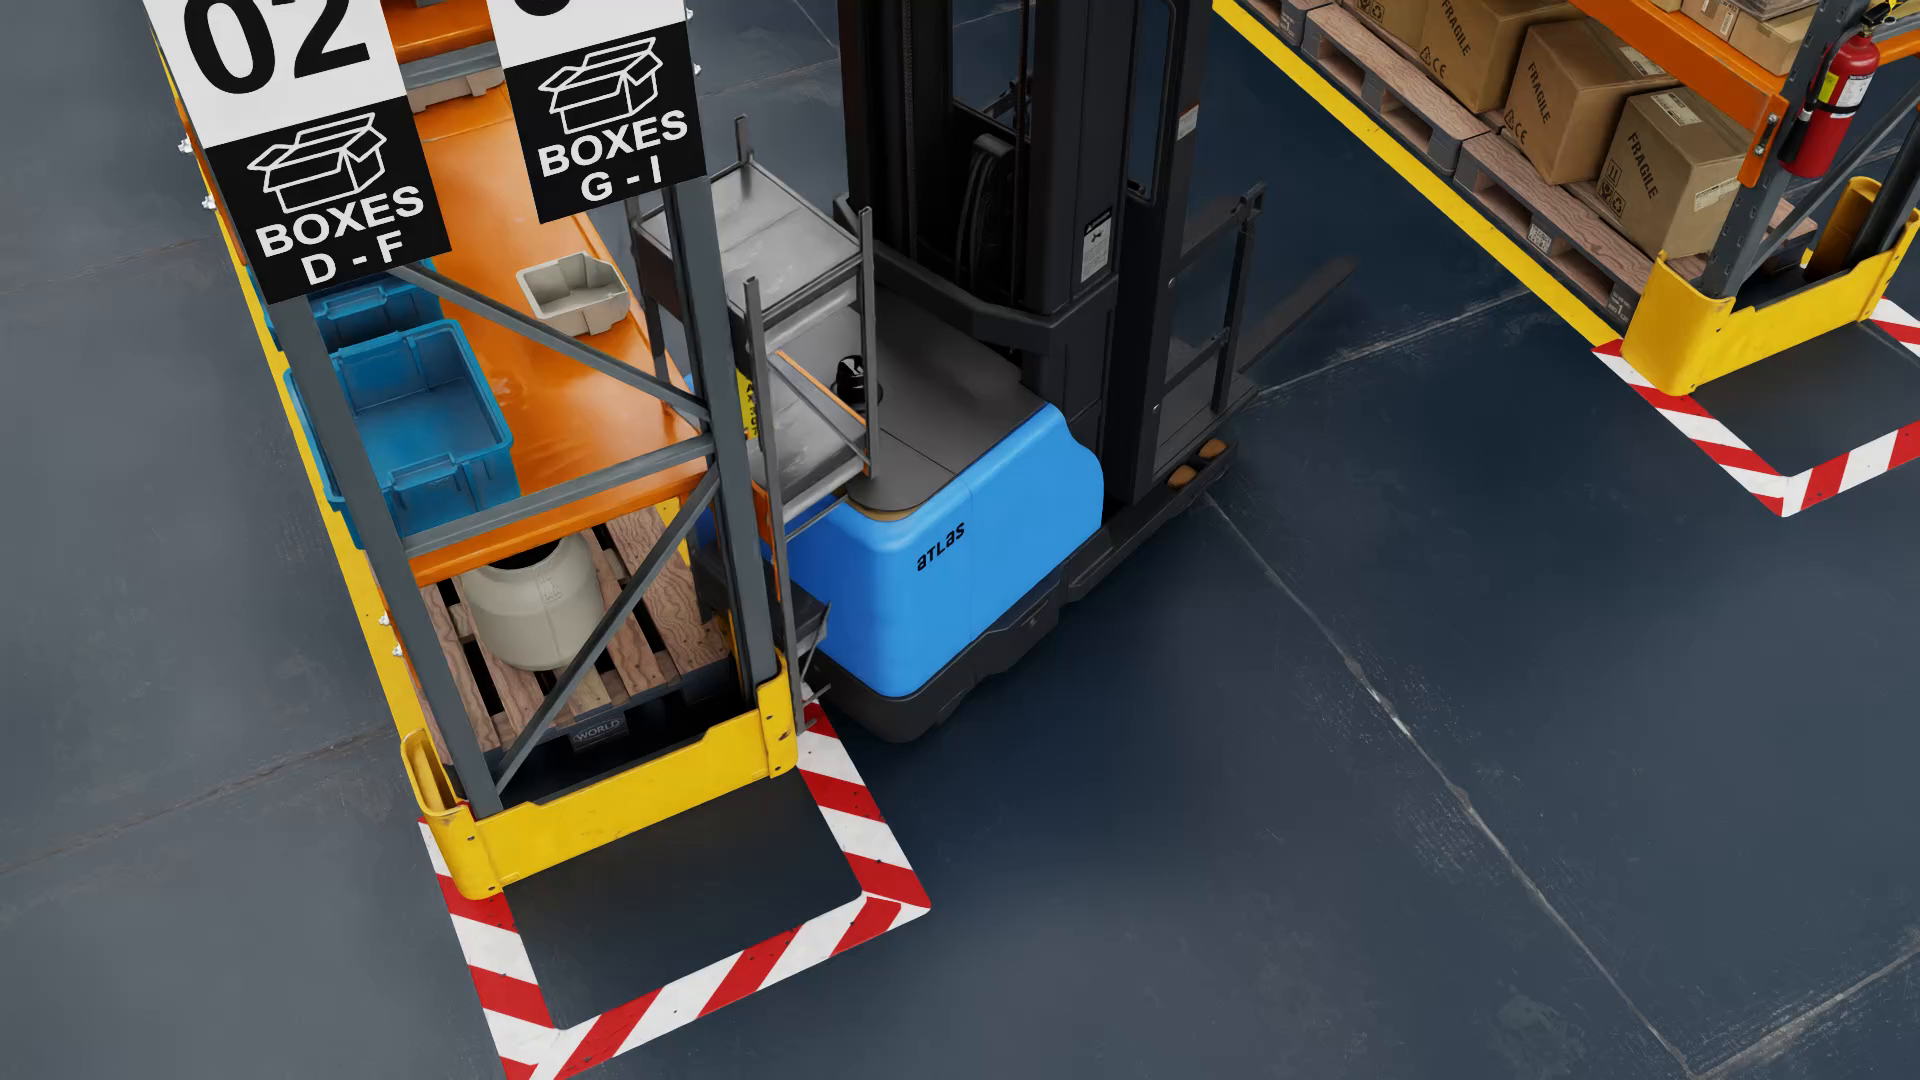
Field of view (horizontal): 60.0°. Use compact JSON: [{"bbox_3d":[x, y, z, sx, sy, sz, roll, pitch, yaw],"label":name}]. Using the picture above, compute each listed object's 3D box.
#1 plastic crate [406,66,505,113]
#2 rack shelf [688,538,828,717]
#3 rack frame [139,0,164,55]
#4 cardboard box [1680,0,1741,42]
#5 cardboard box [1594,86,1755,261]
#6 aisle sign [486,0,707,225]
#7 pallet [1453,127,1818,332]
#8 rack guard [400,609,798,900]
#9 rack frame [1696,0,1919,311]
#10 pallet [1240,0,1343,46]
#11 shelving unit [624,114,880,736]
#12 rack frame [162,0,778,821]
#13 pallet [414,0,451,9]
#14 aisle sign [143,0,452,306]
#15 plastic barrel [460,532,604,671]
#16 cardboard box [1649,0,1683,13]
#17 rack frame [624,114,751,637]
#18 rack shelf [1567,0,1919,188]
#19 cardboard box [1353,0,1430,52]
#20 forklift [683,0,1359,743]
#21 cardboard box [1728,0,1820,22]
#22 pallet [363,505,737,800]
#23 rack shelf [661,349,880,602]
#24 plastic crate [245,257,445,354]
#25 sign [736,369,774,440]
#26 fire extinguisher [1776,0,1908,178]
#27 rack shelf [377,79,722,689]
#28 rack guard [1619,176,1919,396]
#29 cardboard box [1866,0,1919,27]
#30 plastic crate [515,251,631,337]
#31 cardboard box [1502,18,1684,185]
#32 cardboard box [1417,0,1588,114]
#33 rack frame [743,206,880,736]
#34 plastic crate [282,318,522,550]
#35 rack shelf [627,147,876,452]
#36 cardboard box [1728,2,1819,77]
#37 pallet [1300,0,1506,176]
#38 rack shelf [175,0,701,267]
[{"bbox_3d":[-1.906,-1.704,5.923,0.530,0.136,0.437,-21,52,-18],"label":"plastic crate"},{"bbox_3d":[-0.572,0.207,5.567,0.431,0.518,0.480,-37,62,-26],"label":"rack shelf"},{"bbox_3d":[-1.044,-2.089,2.098,1.000,3.000,0.127,-21,52,-18],"label":"rack frame"},{"bbox_3d":[2.932,-2.024,6.194,0.380,0.149,0.250,-21,52,-18],"label":"cardboard box"},{"bbox_3d":[3.089,-1.559,7.002,0.500,0.500,0.500,-13,50,-11],"label":"cardboard box"},{"bbox_3d":[-0.751,-1.022,3.424,0.394,0.787,0.004,-21,52,-18],"label":"aisle sign"},{"bbox_3d":[2.985,-1.508,7.429,1.003,0.211,1.213,-21,52,-18],"label":"pallet"},{"bbox_3d":[-1.121,0.675,5.328,1.175,0.500,0.348,-21,52,-18],"label":"rack guard"},{"bbox_3d":[3.360,-1.819,5.849,1.000,3.000,0.127,-21,52,-18],"label":"rack frame"},{"bbox_3d":[1.868,-3.141,8.857,1.003,0.211,1.213,-21,52,-18],"label":"pallet"},{"bbox_3d":[-0.558,-0.226,5.000,0.431,2.100,0.503,-37,62,-26],"label":"shelving unit"},{"bbox_3d":[-1.044,-0.113,4.356,1.000,3.000,0.127,-21,52,-18],"label":"rack frame"},{"bbox_3d":[-1.336,-1.626,3.812,1.003,0.211,1.213,-21,52,-18],"label":"pallet"},{"bbox_3d":[-1.275,-0.819,3.246,0.394,0.787,0.004,-21,52,-18],"label":"aisle sign"},{"bbox_3d":[-1.413,0.153,5.497,0.421,0.512,0.421,0,49,0],"label":"plastic barrel"},{"bbox_3d":[2.772,-2.174,6.325,0.380,0.149,0.250,-21,52,-18],"label":"cardboard box"},{"bbox_3d":[-0.727,-0.368,5.105,0.400,2.100,0.015,-37,62,-26],"label":"rack frame"},{"bbox_3d":[2.445,-2.921,7.290,1.077,0.370,4.000,-21,52,-18],"label":"rack shelf"},{"bbox_3d":[2.300,-2.761,8.054,0.500,0.500,0.500,-26,54,-21],"label":"cardboard box"},{"bbox_3d":[0.419,-1.317,5.455,1.130,2.935,3.031,34,57,26],"label":"forklift"},{"bbox_3d":[3.133,-2.328,6.029,0.875,0.500,0.500,-21,52,-18],"label":"cardboard box"},{"bbox_3d":[-1.488,0.224,5.914,1.003,0.211,1.213,-21,52,-18],"label":"pallet"},{"bbox_3d":[-0.558,-0.218,5.011,0.431,0.518,0.480,-37,62,-26],"label":"rack shelf"},{"bbox_3d":[-1.831,-0.733,4.997,0.499,0.251,0.408,-21,52,-18],"label":"plastic crate"},{"bbox_3d":[-0.553,-0.391,4.415,0.100,0.325,0.005,-21,52,-18],"label":"sign"},{"bbox_3d":[3.002,-1.559,5.672,0.296,0.674,0.183,-21,52,-18],"label":"fire extinguisher"},{"bbox_3d":[-1.959,-1.215,5.798,1.077,0.370,4.000,-21,52,-18],"label":"rack shelf"},{"bbox_3d":[3.325,-1.047,6.834,1.175,0.500,0.348,-21,52,-18],"label":"rack guard"},{"bbox_3d":[3.441,-2.010,6.182,0.380,0.149,0.250,-21,52,-18],"label":"cardboard box"},{"bbox_3d":[-1.168,-0.736,5.077,0.298,0.136,0.250,-21,52,-18],"label":"plastic crate"},{"bbox_3d":[2.785,-1.947,7.342,0.500,0.500,0.500,-9,49,-8],"label":"cardboard box"},{"bbox_3d":[2.515,-2.372,7.714,0.500,0.500,0.500,-17,51,-14],"label":"cardboard box"},{"bbox_3d":[-0.390,-0.084,4.896,0.400,2.100,0.015,-37,62,-26],"label":"rack frame"},{"bbox_3d":[-1.539,-0.296,4.615,0.499,0.251,0.616,-21,52,-18],"label":"plastic crate"},{"bbox_3d":[-0.545,-0.643,4.455,0.431,0.518,0.480,-37,62,-26],"label":"rack shelf"},{"bbox_3d":[3.046,-1.856,6.048,0.380,0.149,0.250,-21,52,-18],"label":"cardboard box"},{"bbox_3d":[2.430,-2.324,8.142,1.003,0.211,1.213,-21,52,-18],"label":"pallet"},{"bbox_3d":[-1.959,-2.203,4.669,1.077,0.370,4.000,-21,52,-18],"label":"rack shelf"}]
